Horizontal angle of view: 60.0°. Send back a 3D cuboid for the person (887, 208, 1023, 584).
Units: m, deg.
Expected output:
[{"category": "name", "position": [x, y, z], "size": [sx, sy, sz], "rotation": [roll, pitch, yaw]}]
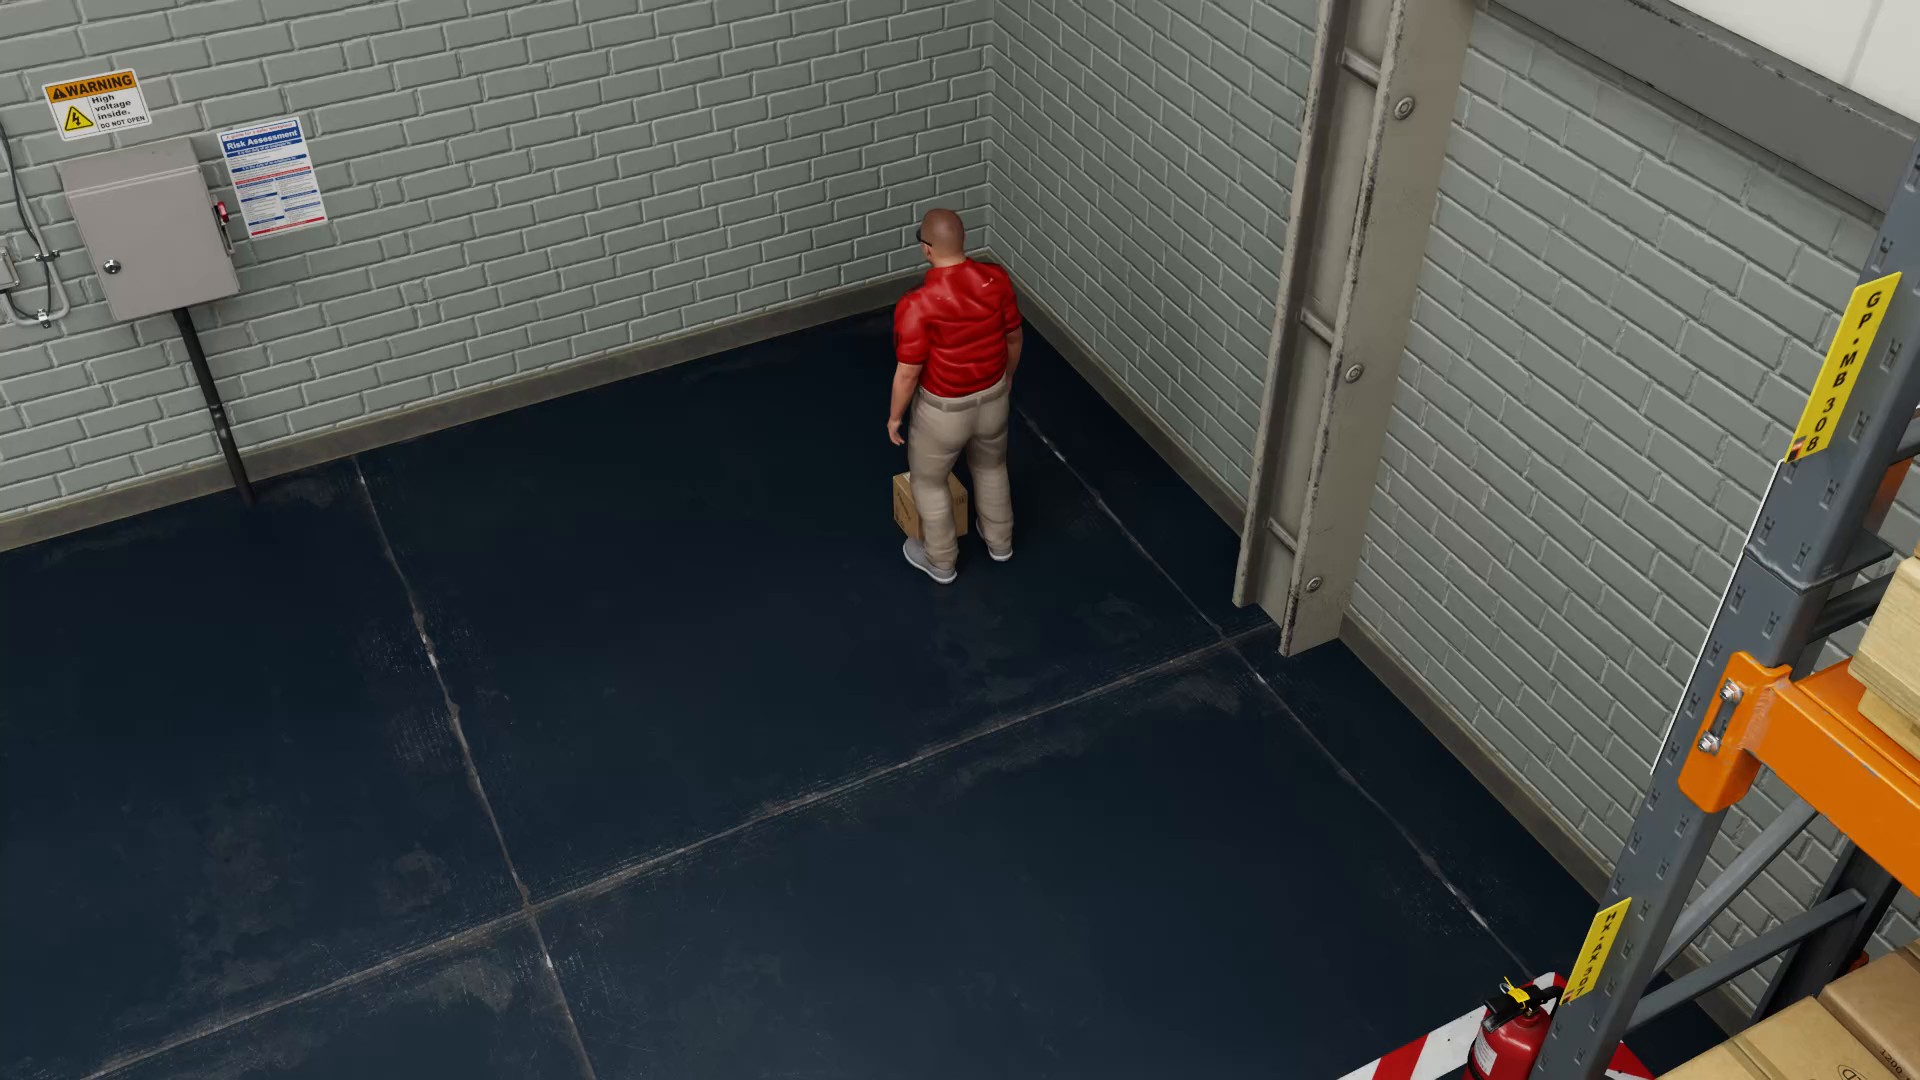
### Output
[{"category": "person", "position": [-0.017, -0.568, 6.821], "size": [0.604, 1.728, 0.380], "rotation": [-21, 45, -22]}]
